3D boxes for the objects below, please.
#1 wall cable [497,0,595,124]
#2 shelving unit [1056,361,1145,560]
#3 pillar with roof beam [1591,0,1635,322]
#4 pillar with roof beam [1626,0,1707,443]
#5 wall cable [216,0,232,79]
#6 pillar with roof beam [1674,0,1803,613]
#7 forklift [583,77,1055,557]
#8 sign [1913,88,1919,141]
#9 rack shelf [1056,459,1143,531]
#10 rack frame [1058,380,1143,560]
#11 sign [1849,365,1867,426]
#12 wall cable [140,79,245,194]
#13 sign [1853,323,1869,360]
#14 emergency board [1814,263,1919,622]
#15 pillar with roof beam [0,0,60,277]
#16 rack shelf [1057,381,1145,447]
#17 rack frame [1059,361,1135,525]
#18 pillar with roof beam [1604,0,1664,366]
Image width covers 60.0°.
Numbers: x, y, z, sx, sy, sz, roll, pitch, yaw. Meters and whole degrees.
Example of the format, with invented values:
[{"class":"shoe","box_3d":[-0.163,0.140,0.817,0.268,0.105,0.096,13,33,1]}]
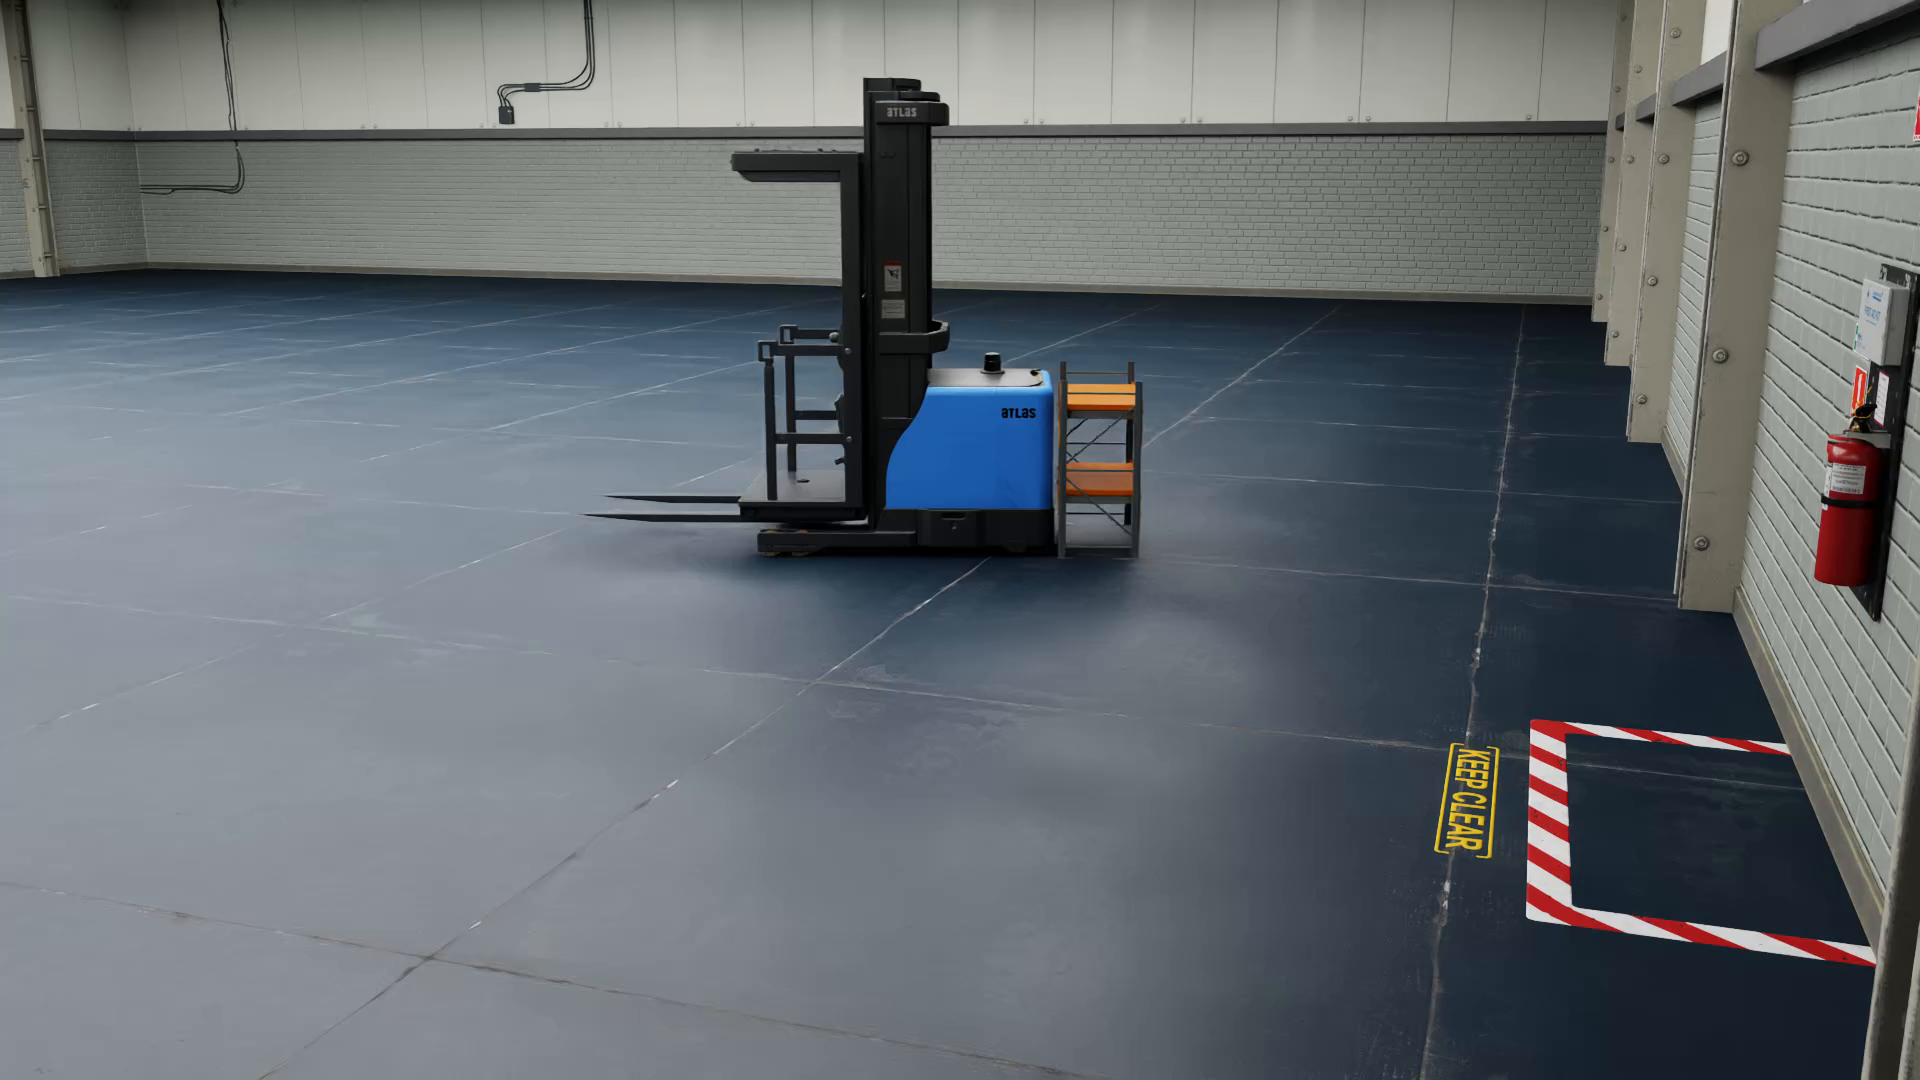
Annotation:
[{"class":"wall cable","box_3d":[-8.568,-11.588,33.891,2.305,6.003,0.169,4,14,18]},{"class":"shelving unit","box_3d":[0.897,-0.542,10.833,0.538,1.125,1.048,1,13,3]},{"class":"pillar with roof beam","box_3d":[5.982,-8.133,26.400,9.100,9.000,0.400,4,14,18]},{"class":"pillar with roof beam","box_3d":[2.100,-5.607,15.330,9.100,9.000,0.400,4,14,18]},{"class":"wall cable","box_3d":[-14.986,-11.370,36.209,3.097,2.526,0.112,4,14,18]},{"class":"pillar with roof beam","box_3d":[0.158,-4.343,9.795,9.100,9.000,0.400,4,14,18]},{"class":"forklift","box_3d":[-0.904,-1.441,10.715,3.031,2.935,1.130,0,13,2]},{"class":"sign","box_3d":[3.223,-1.488,5.555,0.001,0.298,0.199,4,14,18]},{"class":"rack shelf","box_3d":[0.897,-0.303,10.887,0.538,0.278,1.000,1,13,3]},{"class":"rack frame","box_3d":[0.870,-0.429,10.338,0.500,1.125,0.032,1,13,3]},{"class":"sign","box_3d":[3.403,-0.489,6.311,0.001,0.329,0.234,4,14,18]},{"class":"wall cable","box_3d":[-17.545,-9.103,37.624,3.097,2.526,0.112,4,14,18]},{"class":"sign","box_3d":[3.393,-0.747,6.250,0.001,0.109,0.331,4,14,18]},{"class":"emergency board","box_3d":[3.126,-0.363,5.837,0.194,1.169,0.643,4,14,18]},{"class":"pillar with roof beam","box_3d":[-15.676,-9.781,33.620,9.100,9.000,0.400,4,14,18]},{"class":"rack shelf","box_3d":[0.897,-0.827,10.768,0.538,0.278,1.000,1,13,3]},{"class":"rack frame","box_3d":[0.925,-0.655,11.328,0.500,1.125,0.032,1,13,3]},{"class":"pillar with roof beam","box_3d":[4.041,-6.870,20.865,9.100,9.000,0.400,4,14,18]}]
